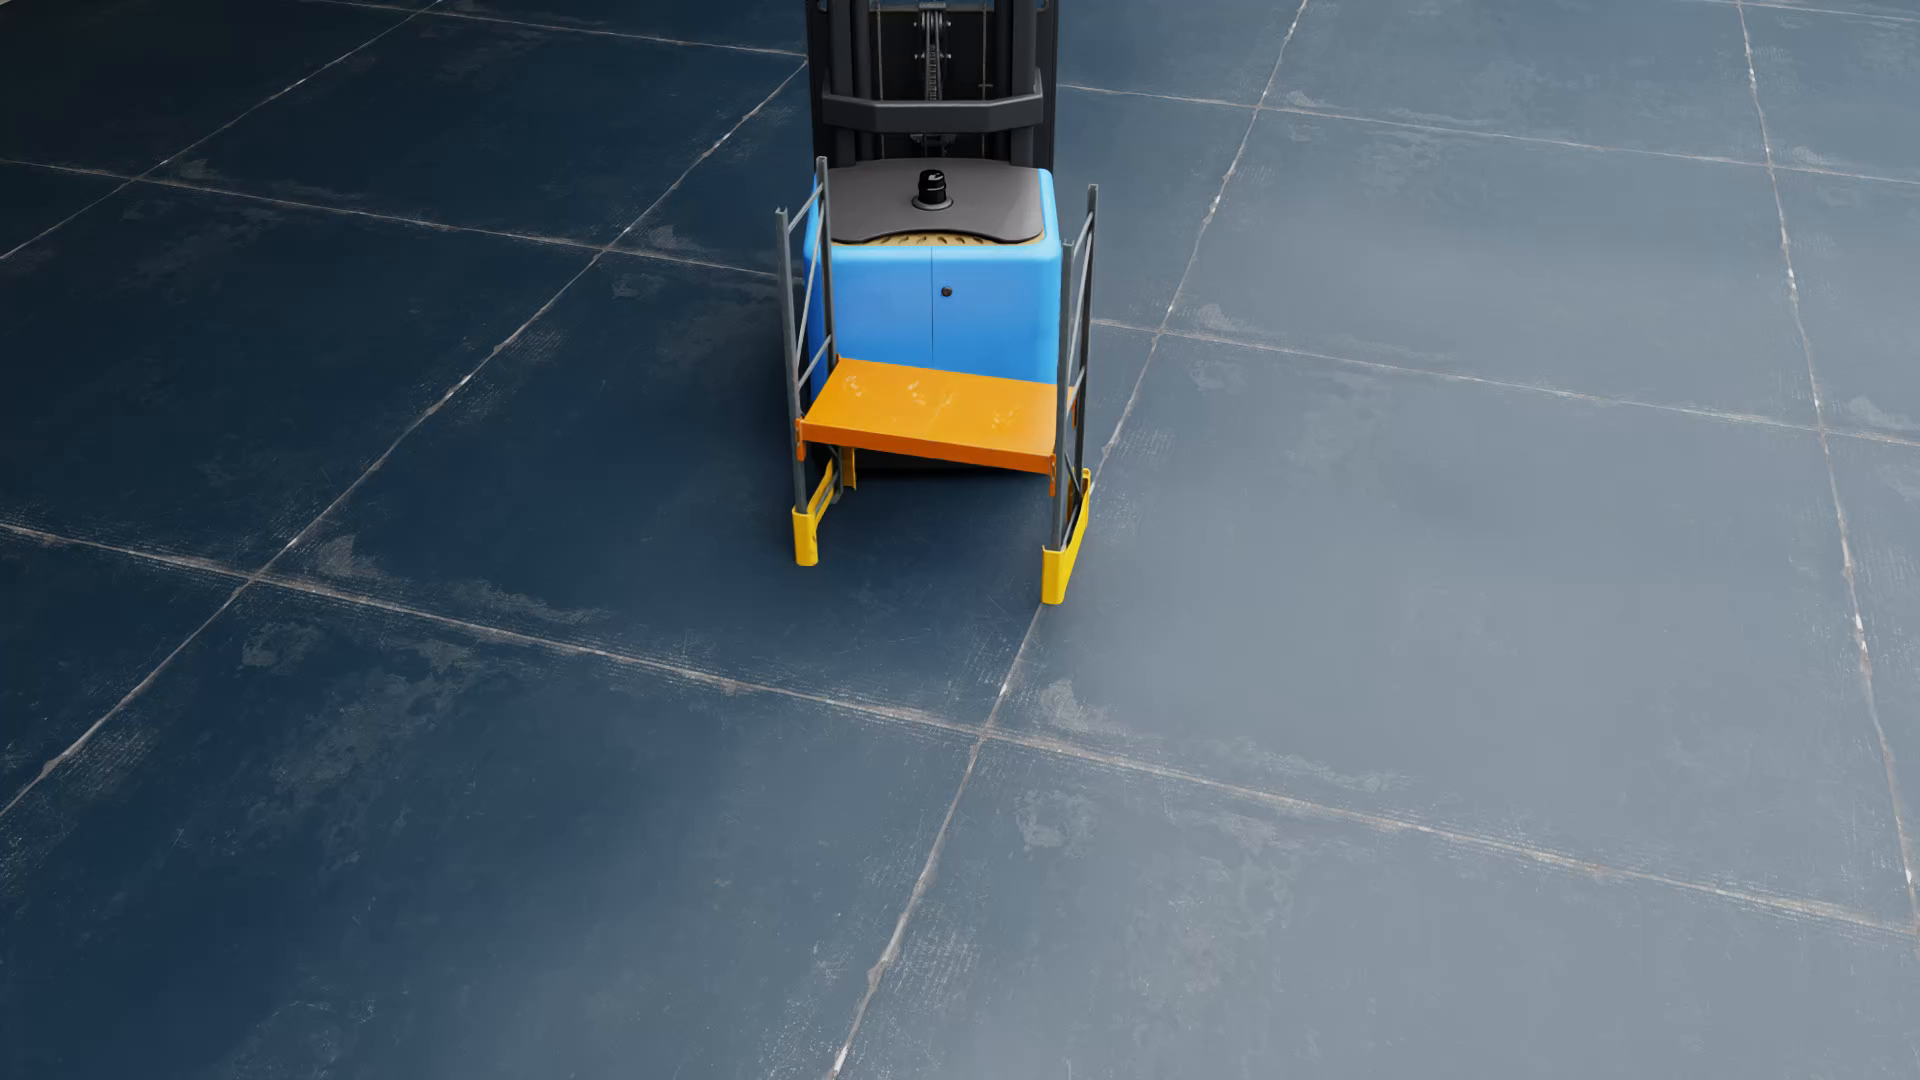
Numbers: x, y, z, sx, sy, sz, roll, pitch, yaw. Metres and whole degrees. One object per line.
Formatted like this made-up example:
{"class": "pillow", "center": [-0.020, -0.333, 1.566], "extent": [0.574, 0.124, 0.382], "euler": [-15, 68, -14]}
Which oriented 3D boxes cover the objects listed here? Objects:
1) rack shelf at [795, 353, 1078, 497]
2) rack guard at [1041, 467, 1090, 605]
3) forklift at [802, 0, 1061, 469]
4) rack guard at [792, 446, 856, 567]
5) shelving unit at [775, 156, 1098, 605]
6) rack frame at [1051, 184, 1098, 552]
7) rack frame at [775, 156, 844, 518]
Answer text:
{"class": "rack shelf", "center": [-0.074, -0.453, 6.403], "extent": [1.000, 0.185, 0.538], "euler": [8, 37, 11]}
{"class": "rack guard", "center": [0.418, -0.021, 6.568], "extent": [0.087, 0.250, 0.587], "euler": [8, 37, 11]}
{"class": "forklift", "center": [-0.120, -2.323, 7.434], "extent": [1.130, 2.935, 3.031], "euler": [0, 36, 0]}
{"class": "rack guard", "center": [-0.548, -0.164, 6.763], "extent": [0.087, 0.250, 0.587], "euler": [8, 37, 11]}
{"class": "shelving unit", "center": [-0.065, -0.596, 6.295], "extent": [1.083, 1.500, 0.587], "euler": [8, 37, 11]}
{"class": "rack frame", "center": [0.420, -0.525, 6.198], "extent": [0.032, 1.500, 0.500], "euler": [8, 37, 11]}
{"class": "rack frame", "center": [-0.567, -0.671, 6.396], "extent": [0.032, 1.500, 0.500], "euler": [8, 37, 11]}
